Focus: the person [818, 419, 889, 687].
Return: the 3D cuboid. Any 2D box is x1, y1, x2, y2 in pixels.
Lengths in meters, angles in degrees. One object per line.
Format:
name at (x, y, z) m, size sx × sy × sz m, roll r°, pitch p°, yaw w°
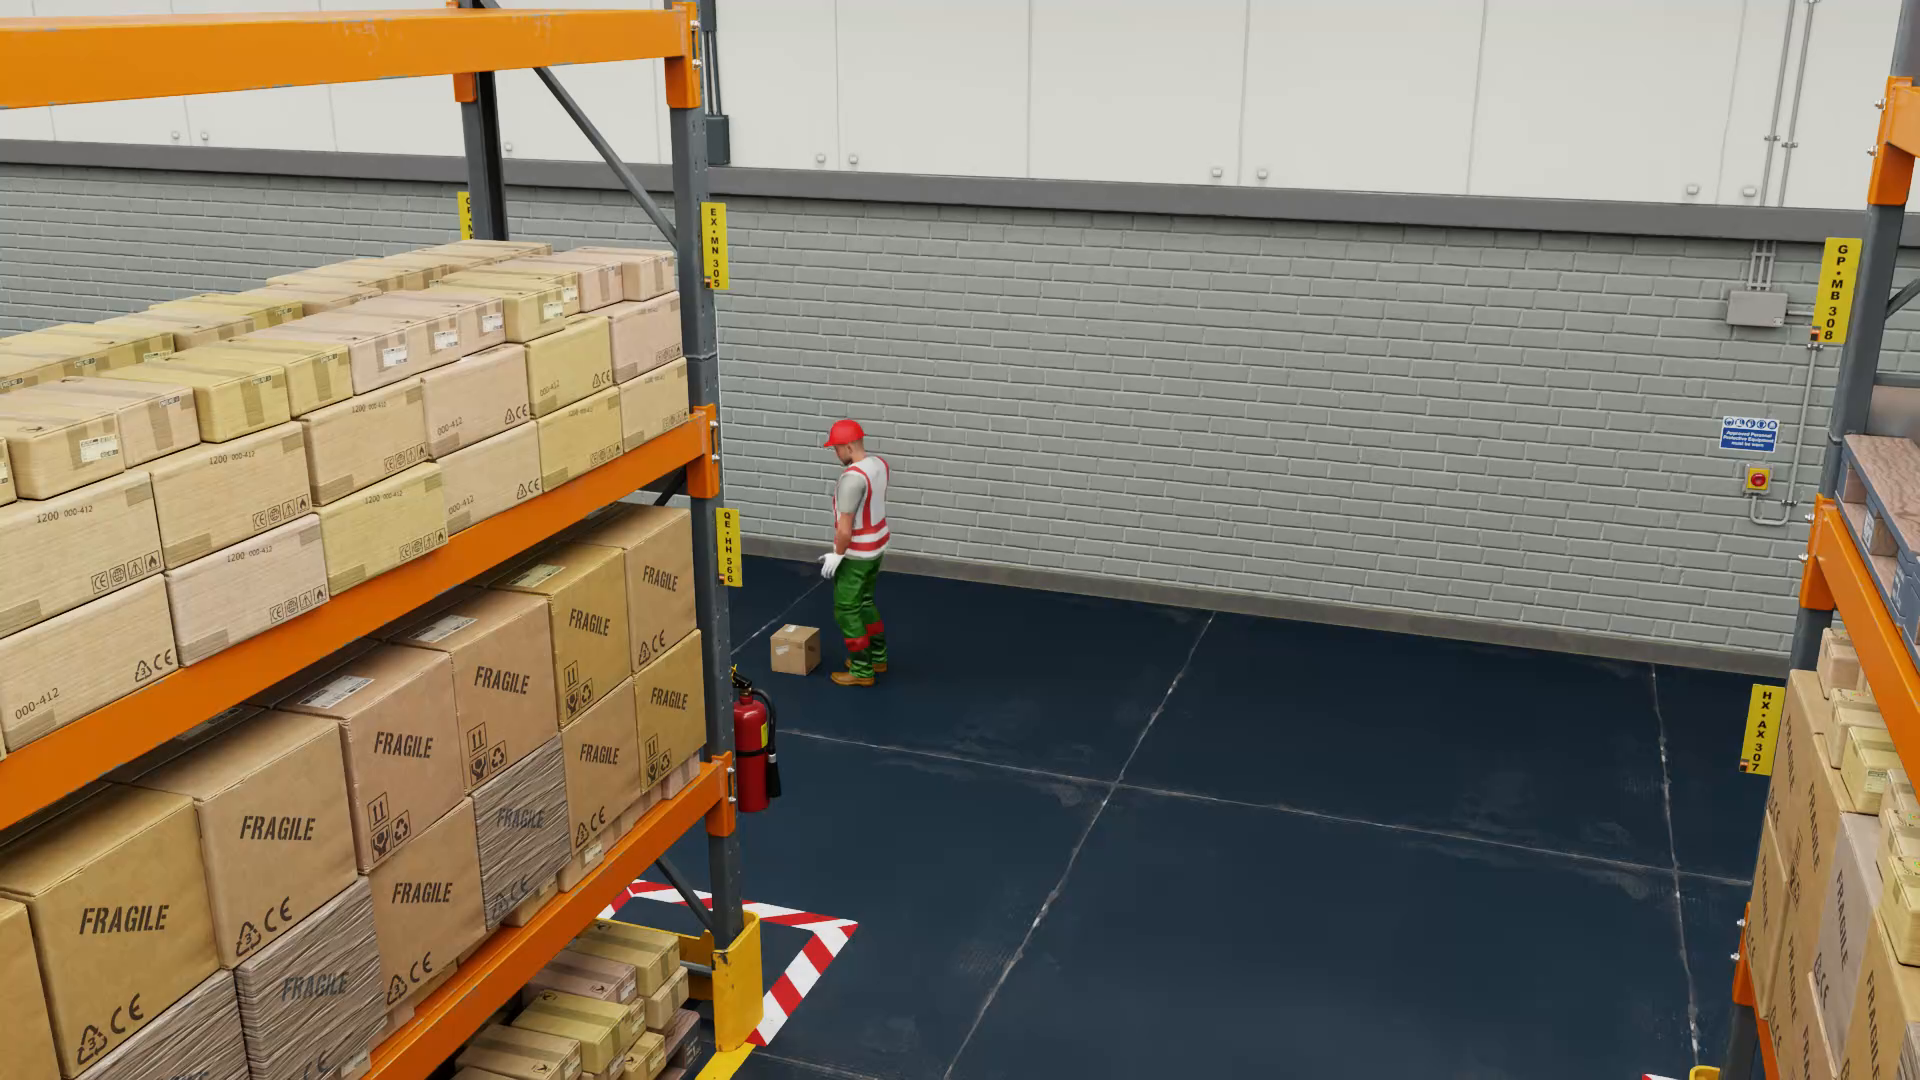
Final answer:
person at (-0.681, 0.079, 10.822) m, size 0.388 × 1.768 × 0.533 m, roll 7°, pitch 20°, yaw 19°
